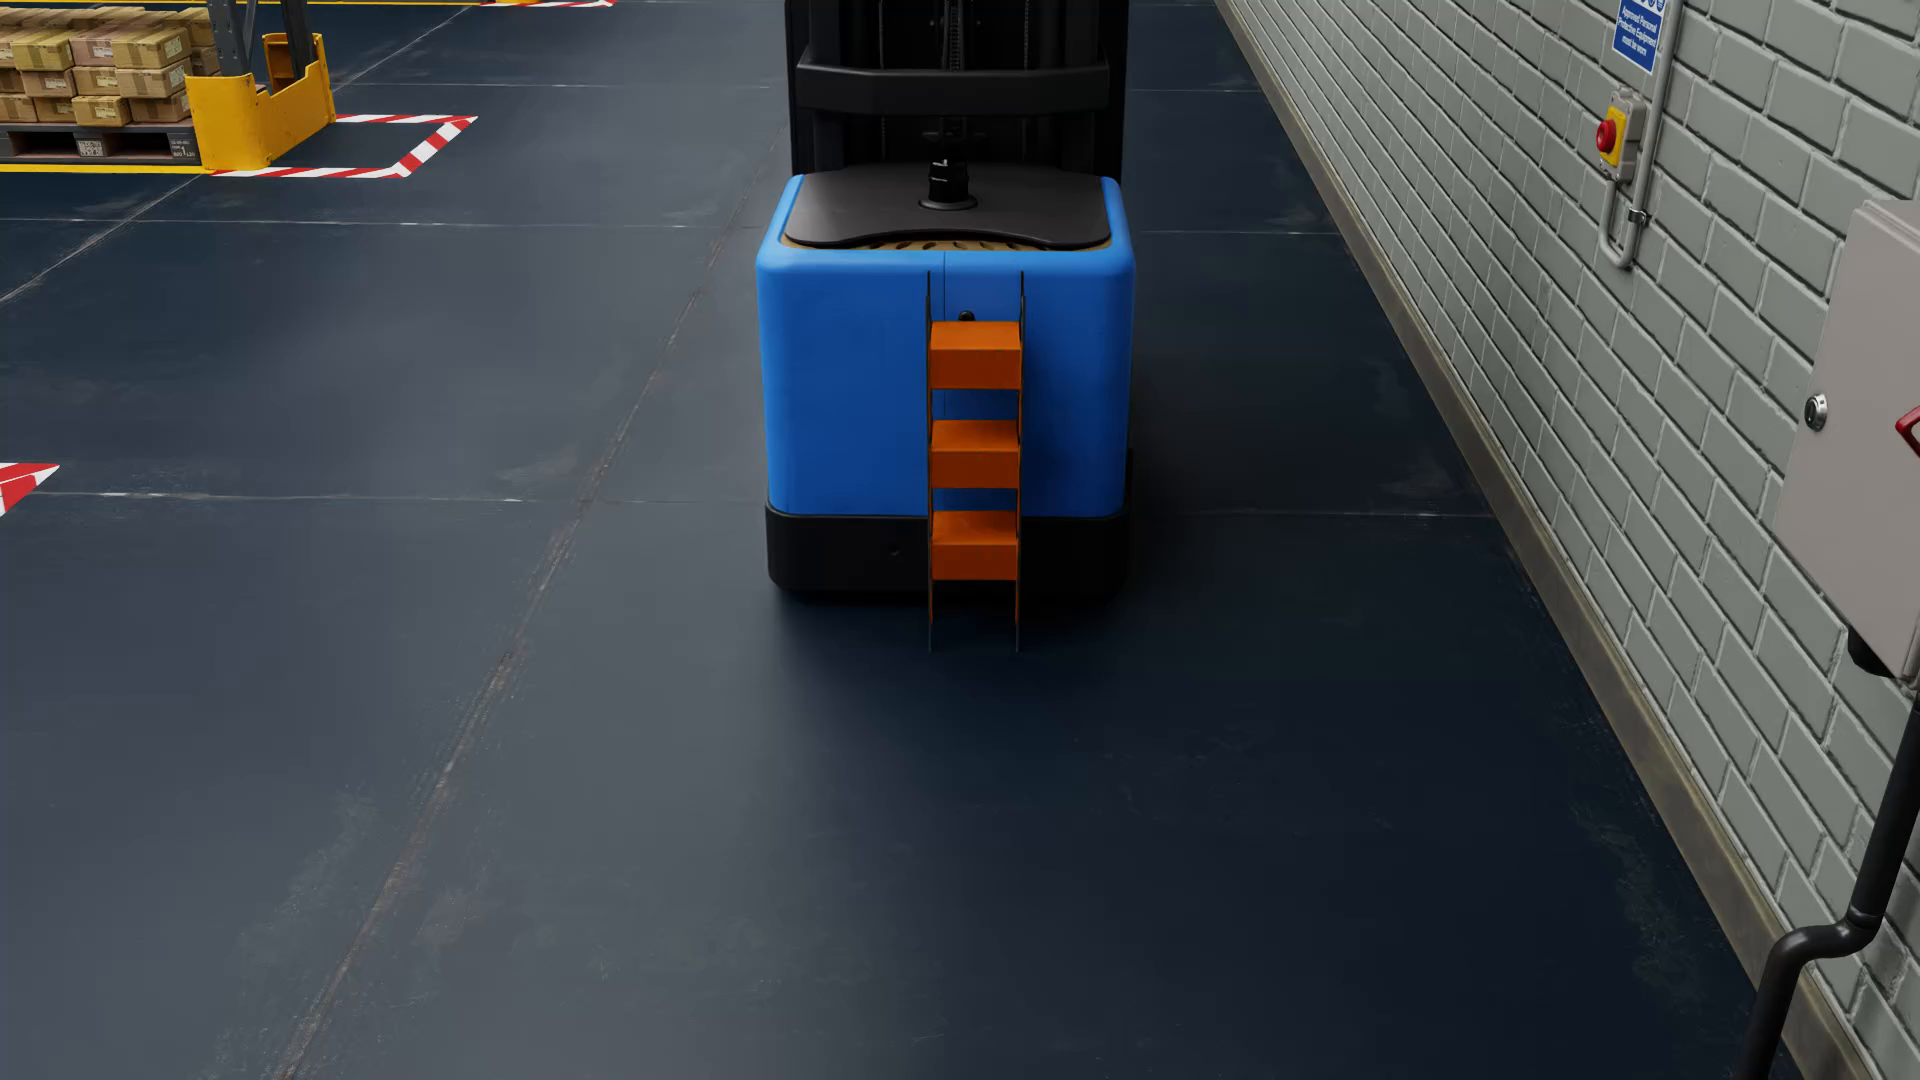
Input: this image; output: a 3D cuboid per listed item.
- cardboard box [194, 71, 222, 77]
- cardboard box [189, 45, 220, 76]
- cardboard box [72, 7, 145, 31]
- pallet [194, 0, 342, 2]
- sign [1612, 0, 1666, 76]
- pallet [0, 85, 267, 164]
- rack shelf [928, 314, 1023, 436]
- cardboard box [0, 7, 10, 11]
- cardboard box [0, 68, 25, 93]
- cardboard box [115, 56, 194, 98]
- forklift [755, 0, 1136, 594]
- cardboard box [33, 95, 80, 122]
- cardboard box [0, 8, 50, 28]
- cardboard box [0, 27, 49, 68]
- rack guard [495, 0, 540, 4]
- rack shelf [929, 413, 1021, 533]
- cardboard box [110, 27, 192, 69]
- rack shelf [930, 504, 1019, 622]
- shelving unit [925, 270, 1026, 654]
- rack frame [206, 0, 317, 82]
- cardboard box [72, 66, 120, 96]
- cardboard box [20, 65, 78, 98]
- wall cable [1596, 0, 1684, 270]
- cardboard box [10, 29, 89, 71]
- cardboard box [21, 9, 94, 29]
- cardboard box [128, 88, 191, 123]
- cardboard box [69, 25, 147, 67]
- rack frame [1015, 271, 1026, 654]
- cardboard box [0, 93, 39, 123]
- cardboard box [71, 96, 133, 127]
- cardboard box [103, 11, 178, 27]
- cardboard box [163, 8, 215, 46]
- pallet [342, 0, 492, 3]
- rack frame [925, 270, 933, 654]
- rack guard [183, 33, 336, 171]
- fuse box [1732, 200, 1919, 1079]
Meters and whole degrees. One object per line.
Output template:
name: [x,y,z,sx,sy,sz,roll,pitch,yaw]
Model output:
cardboard box: [-4.383,-2.690,9.717,0.250,0.149,0.380,2,28,3]
cardboard box: [-4.385,-2.792,9.591,0.250,0.149,0.380,2,28,4]
cardboard box: [-4.909,-2.974,9.618,0.250,0.149,0.380,1,28,2]
pallet: [-5.612,-4.691,13.875,1.213,0.211,1.003,1,28,2]
sign: [1.755,-1.345,4.297,0.001,0.218,0.327,1,28,2]
pallet: [-4.757,-2.405,9.561,1.213,0.211,1.003,1,28,2]
rack shelf: [0.040,-0.433,4.363,0.240,0.259,0.215,0,28,0]
cardboard box: [-5.698,-2.974,9.619,0.250,0.149,0.380,1,28,3]
cardboard box: [-5.192,-2.598,9.227,0.250,0.149,0.380,1,28,1]
cardboard box: [-4.408,-2.538,9.113,0.250,0.149,0.380,0,28,0]
forklift: [-0.004,-1.790,5.497,1.130,2.935,3.031,1,28,1]
cardboard box: [-4.925,-2.444,9.253,0.250,0.149,0.380,1,28,2]
cardboard box: [-5.437,-2.949,9.570,0.250,0.149,0.380,2,28,4]
cardboard box: [-5.177,-2.694,9.090,0.250,0.149,0.380,0,28,0]
rack guard: [-3.570,-4.821,13.810,0.348,0.500,1.175,1,28,2]
rack shelf: [0.040,-0.183,4.496,0.240,0.259,0.215,0,28,0]
cardboard box: [-4.408,-2.684,9.071,0.250,0.149,0.380,1,28,2]
rack shelf: [0.040,0.063,4.626,0.240,0.259,0.215,0,28,0]
shelving unit: [0.040,-0.192,4.491,0.252,1.050,0.215,0,28,0]
rack frame: [-3.870,-3.605,8.849,0.127,3.000,1.000,1,28,2]
cardboard box: [-4.667,-2.567,9.169,0.250,0.149,0.380,0,28,1]
cardboard box: [-4.927,-2.546,9.127,0.250,0.149,0.380,0,28,0]
wall cable: [1.692,-1.667,4.074,0.123,1.953,0.585,1,28,2]
cardboard box: [-4.921,-2.660,9.026,0.250,0.149,0.380,0,28,1]
cardboard box: [-5.160,-2.940,9.553,0.250,0.149,0.380,0,28,-1]
cardboard box: [-4.404,-2.442,9.250,0.250,0.149,0.380,1,28,3]
cardboard box: [-4.658,-2.715,9.130,0.250,0.149,0.380,1,28,3]
rack frame: [0.162,-0.191,4.490,0.008,1.050,0.200,0,28,0]
cardboard box: [-5.173,-2.442,9.249,0.250,0.149,0.380,1,28,2]
cardboard box: [-4.664,-2.399,9.169,0.250,0.149,0.380,2,28,3]
cardboard box: [-4.662,-2.910,9.497,0.250,0.149,0.380,1,28,3]
cardboard box: [-4.382,-2.962,9.595,0.250,0.149,0.380,0,28,-1]
pallet: [-4.396,-4.670,13.834,1.213,0.211,1.003,1,28,2]
rack frame: [-0.082,-0.192,4.492,0.008,1.050,0.200,0,28,0]
rack guard: [-3.946,-2.502,9.437,0.348,0.500,1.175,1,28,2]
fuse box: [1.472,0.346,2.771,0.414,1.711,0.539,1,28,2]
